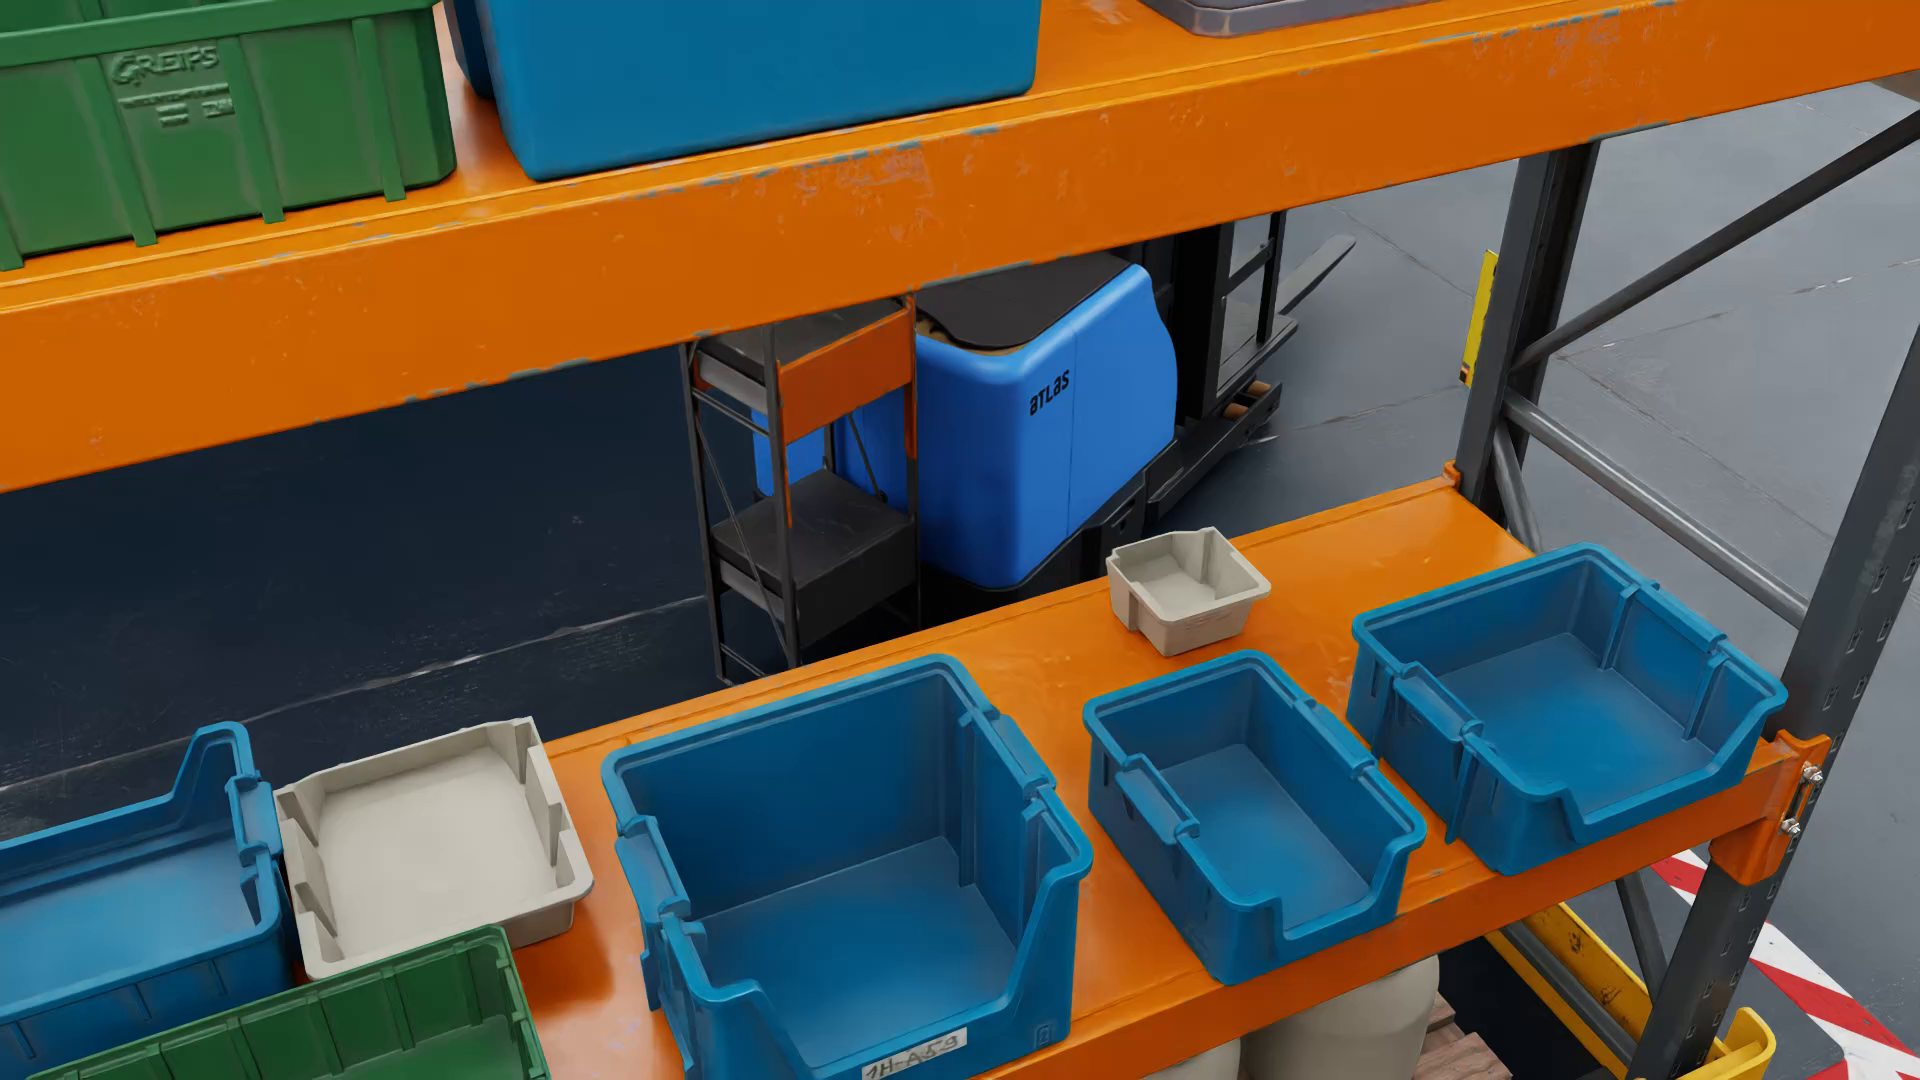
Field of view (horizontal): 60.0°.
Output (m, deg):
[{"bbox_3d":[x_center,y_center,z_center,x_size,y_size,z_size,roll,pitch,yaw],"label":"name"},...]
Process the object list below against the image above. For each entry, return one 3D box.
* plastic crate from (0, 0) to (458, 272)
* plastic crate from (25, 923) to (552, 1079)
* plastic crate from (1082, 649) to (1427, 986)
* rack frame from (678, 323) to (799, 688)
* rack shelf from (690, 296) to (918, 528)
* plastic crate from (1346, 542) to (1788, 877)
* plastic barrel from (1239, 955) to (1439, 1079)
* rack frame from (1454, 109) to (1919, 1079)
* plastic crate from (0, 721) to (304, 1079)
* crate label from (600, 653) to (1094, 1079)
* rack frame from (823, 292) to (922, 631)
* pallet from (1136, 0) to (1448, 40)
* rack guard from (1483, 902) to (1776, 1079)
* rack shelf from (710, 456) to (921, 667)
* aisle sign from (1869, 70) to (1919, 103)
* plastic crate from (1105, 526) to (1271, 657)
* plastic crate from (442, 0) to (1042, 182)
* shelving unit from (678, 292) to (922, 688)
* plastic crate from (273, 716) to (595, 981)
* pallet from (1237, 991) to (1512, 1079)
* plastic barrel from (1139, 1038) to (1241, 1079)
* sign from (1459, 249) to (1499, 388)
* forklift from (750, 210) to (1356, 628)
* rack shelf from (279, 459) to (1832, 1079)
[{"bbox_3d":[-0.695,-0.418,1.455,0.450,0.188,0.336,-16,39,-20],"label":"plastic crate"},{"bbox_3d":[-0.891,0.848,2.267,0.662,0.188,0.450,-16,39,-20],"label":"plastic crate"},{"bbox_3d":[0.465,0.451,2.749,0.408,0.251,0.499,-16,39,-20],"label":"plastic crate"},{"bbox_3d":[-0.609,-0.333,4.436,0.400,2.100,0.015,30,46,34],"label":"rack frame"},{"bbox_3d":[-0.438,-0.426,4.584,0.431,0.518,0.480,30,46,34],"label":"rack shelf"},{"bbox_3d":[1.056,0.290,2.966,0.616,0.251,0.499,-16,39,-20],"label":"plastic crate"},{"bbox_3d":[0.818,0.980,3.646,0.421,0.512,0.421,0,37,0],"label":"plastic barrel"},{"bbox_3d":[1.382,-0.058,3.311,0.127,3.000,1.000,-16,39,-20],"label":"rack frame"},{"bbox_3d":[-1.353,0.587,2.565,0.616,0.251,0.499,-16,39,-20],"label":"plastic crate"},{"bbox_3d":[-0.170,0.539,2.475,0.616,0.435,0.502,-16,39,-20],"label":"crate label"},{"bbox_3d":[-0.267,-0.540,4.716,0.400,2.100,0.015,30,46,34],"label":"rack frame"},{"bbox_3d":[0.591,-1.030,2.262,1.213,0.211,1.003,-16,39,-20],"label":"pallet"},{"bbox_3d":[1.333,0.990,3.995,0.348,0.500,1.175,-16,39,-20],"label":"rack guard"},{"bbox_3d":[-0.438,0.137,5.001,0.431,0.518,0.480,30,46,34],"label":"rack shelf"},{"bbox_3d":[1.573,-0.960,2.345,0.004,0.787,0.394,-16,39,-20],"label":"aisle sign"},{"bbox_3d":[0.435,0.101,3.318,0.250,0.136,0.298,-16,39,-20],"label":"plastic crate"},{"bbox_3d":[-0.217,-0.611,1.552,0.575,0.384,0.392,-16,39,-20],"label":"plastic crate"},{"bbox_3d":[-0.438,-0.437,4.576,0.431,2.100,0.503,30,46,34],"label":"shelving unit"},{"bbox_3d":[-0.877,0.513,2.762,0.437,0.136,0.530,-16,39,-20],"label":"plastic crate"},{"bbox_3d":[0.595,1.309,3.808,1.213,0.211,1.003,-16,39,-20],"label":"pallet"},{"bbox_3d":[0.365,1.107,3.475,0.421,0.512,0.421,0,37,0],"label":"plastic barrel"},{"bbox_3d":[1.152,-0.467,3.630,0.005,0.325,0.100,-16,39,-20],"label":"sign"},{"bbox_3d":[0.565,-1.667,5.537,1.130,2.935,3.031,22,42,27],"label":"forklift"},{"bbox_3d":[-0.429,0.737,2.842,4.000,0.370,1.077,-16,39,-20],"label":"rack shelf"}]
